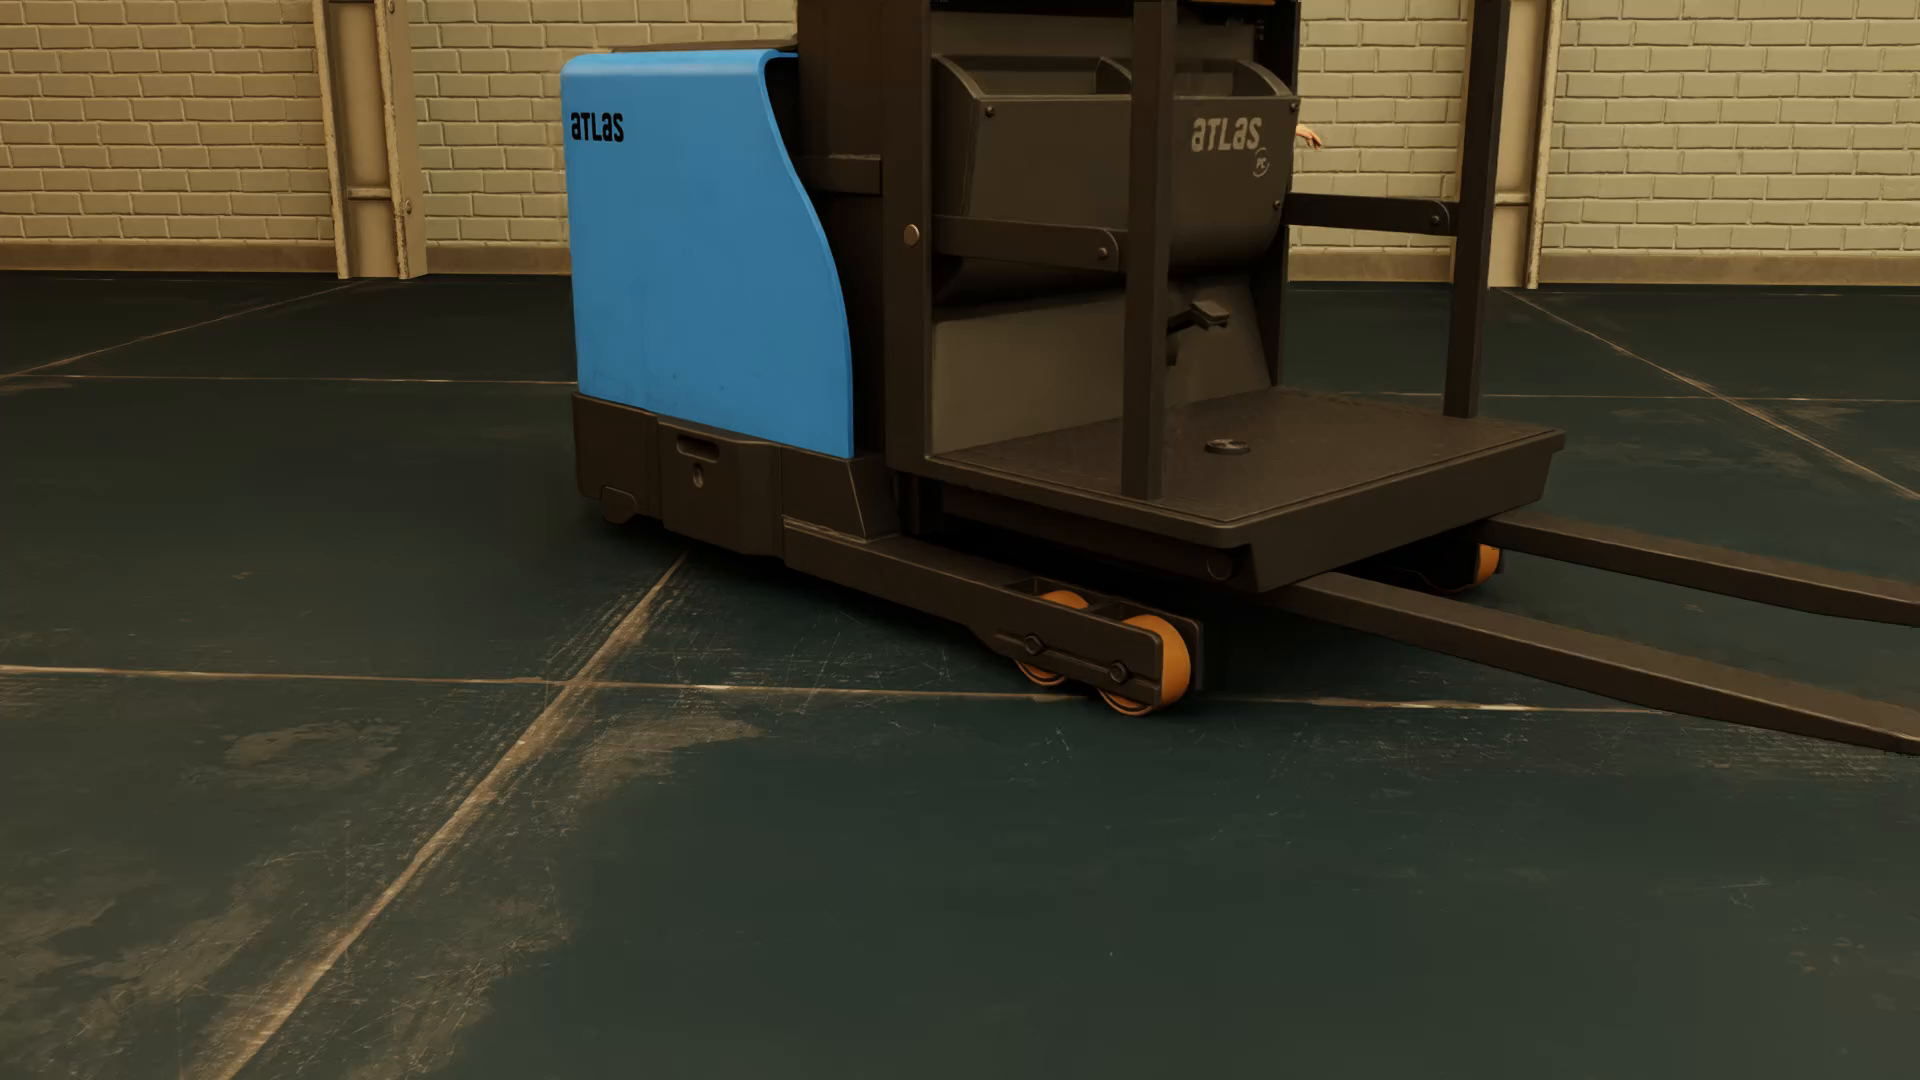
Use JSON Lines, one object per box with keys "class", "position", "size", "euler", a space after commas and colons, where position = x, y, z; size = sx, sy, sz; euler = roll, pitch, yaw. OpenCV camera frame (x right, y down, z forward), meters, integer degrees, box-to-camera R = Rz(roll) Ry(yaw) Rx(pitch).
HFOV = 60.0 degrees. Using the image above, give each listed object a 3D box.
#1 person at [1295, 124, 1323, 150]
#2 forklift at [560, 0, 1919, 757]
{"class": "person", "position": [0.782, -1.104, 5.222], "size": [1.072, 1.427, 0.767], "euler": [-7, 17, -25]}
{"class": "forklift", "position": [0.467, -1.276, 2.919], "size": [1.130, 2.935, 3.031], "euler": [-14, 21, -42]}
